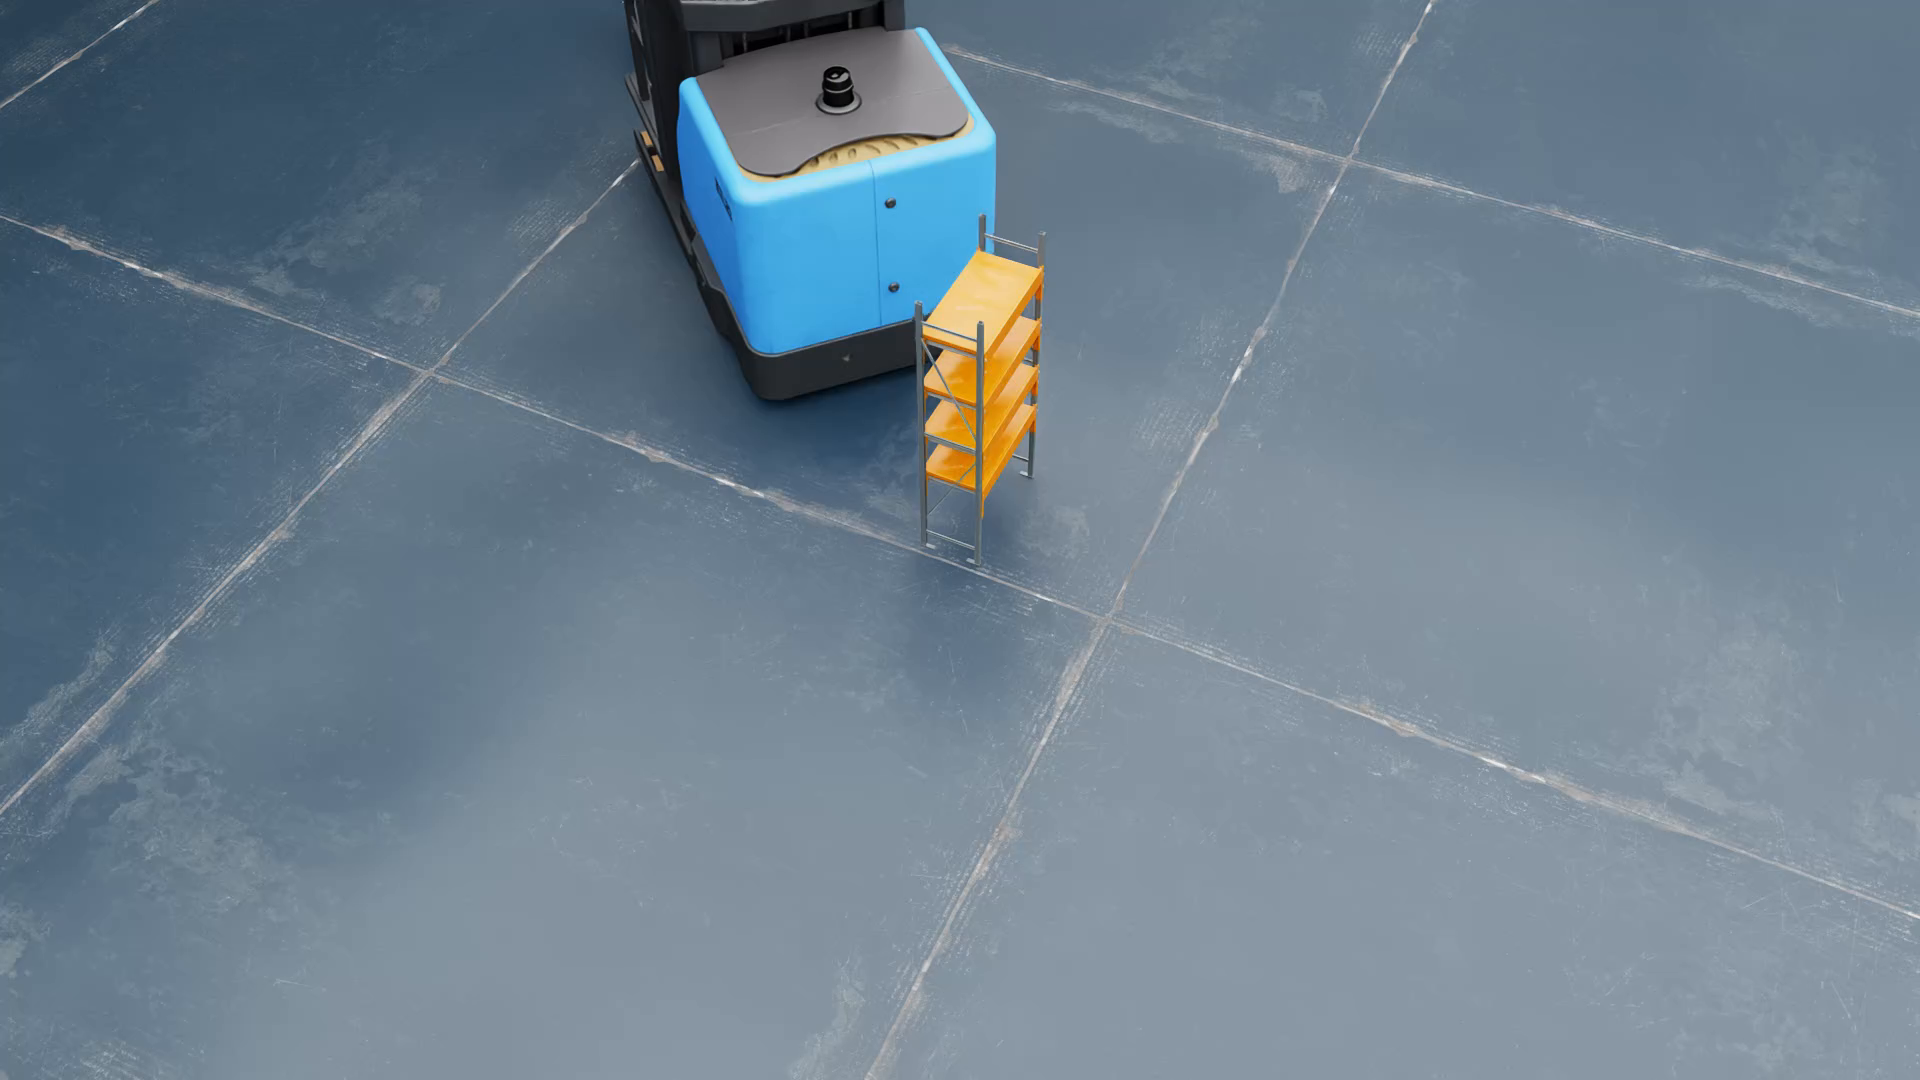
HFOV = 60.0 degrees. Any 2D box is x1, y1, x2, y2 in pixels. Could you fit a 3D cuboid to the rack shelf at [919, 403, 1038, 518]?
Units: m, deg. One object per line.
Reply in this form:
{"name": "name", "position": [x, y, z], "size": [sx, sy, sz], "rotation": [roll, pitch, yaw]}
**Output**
{"name": "rack shelf", "position": [0.071, -0.331, 6.092], "size": [0.258, 0.148, 0.480], "rotation": [20, 52, 16]}

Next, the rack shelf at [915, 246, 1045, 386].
{"name": "rack shelf", "position": [0.071, -0.757, 5.591], "size": [0.258, 0.148, 0.480], "rotation": [20, 52, 16]}

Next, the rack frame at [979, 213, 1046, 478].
{"name": "rack frame", "position": [0.175, -0.671, 6.033], "size": [0.240, 1.200, 0.015], "rotation": [20, 52, 16]}

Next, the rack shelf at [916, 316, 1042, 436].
{"name": "rack shelf", "position": [0.071, -0.604, 5.771], "size": [0.258, 0.148, 0.480], "rotation": [20, 52, 16]}

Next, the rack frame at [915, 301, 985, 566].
{"name": "rack frame", "position": [-0.034, -0.335, 5.747], "size": [0.240, 1.200, 0.015], "rotation": [20, 52, 16]}

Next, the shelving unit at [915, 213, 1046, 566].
{"name": "shelving unit", "position": [0.071, -0.503, 5.890], "size": [0.258, 1.200, 0.503], "rotation": [20, 52, 16]}

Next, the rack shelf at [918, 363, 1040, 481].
{"name": "rack shelf", "position": [0.071, -0.459, 5.941], "size": [0.258, 0.148, 0.480], "rotation": [20, 52, 16]}

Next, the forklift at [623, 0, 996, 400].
{"name": "forklift", "position": [-0.858, -2.655, 6.584], "size": [1.130, 2.935, 3.031], "rotation": [-17, 52, -14]}
